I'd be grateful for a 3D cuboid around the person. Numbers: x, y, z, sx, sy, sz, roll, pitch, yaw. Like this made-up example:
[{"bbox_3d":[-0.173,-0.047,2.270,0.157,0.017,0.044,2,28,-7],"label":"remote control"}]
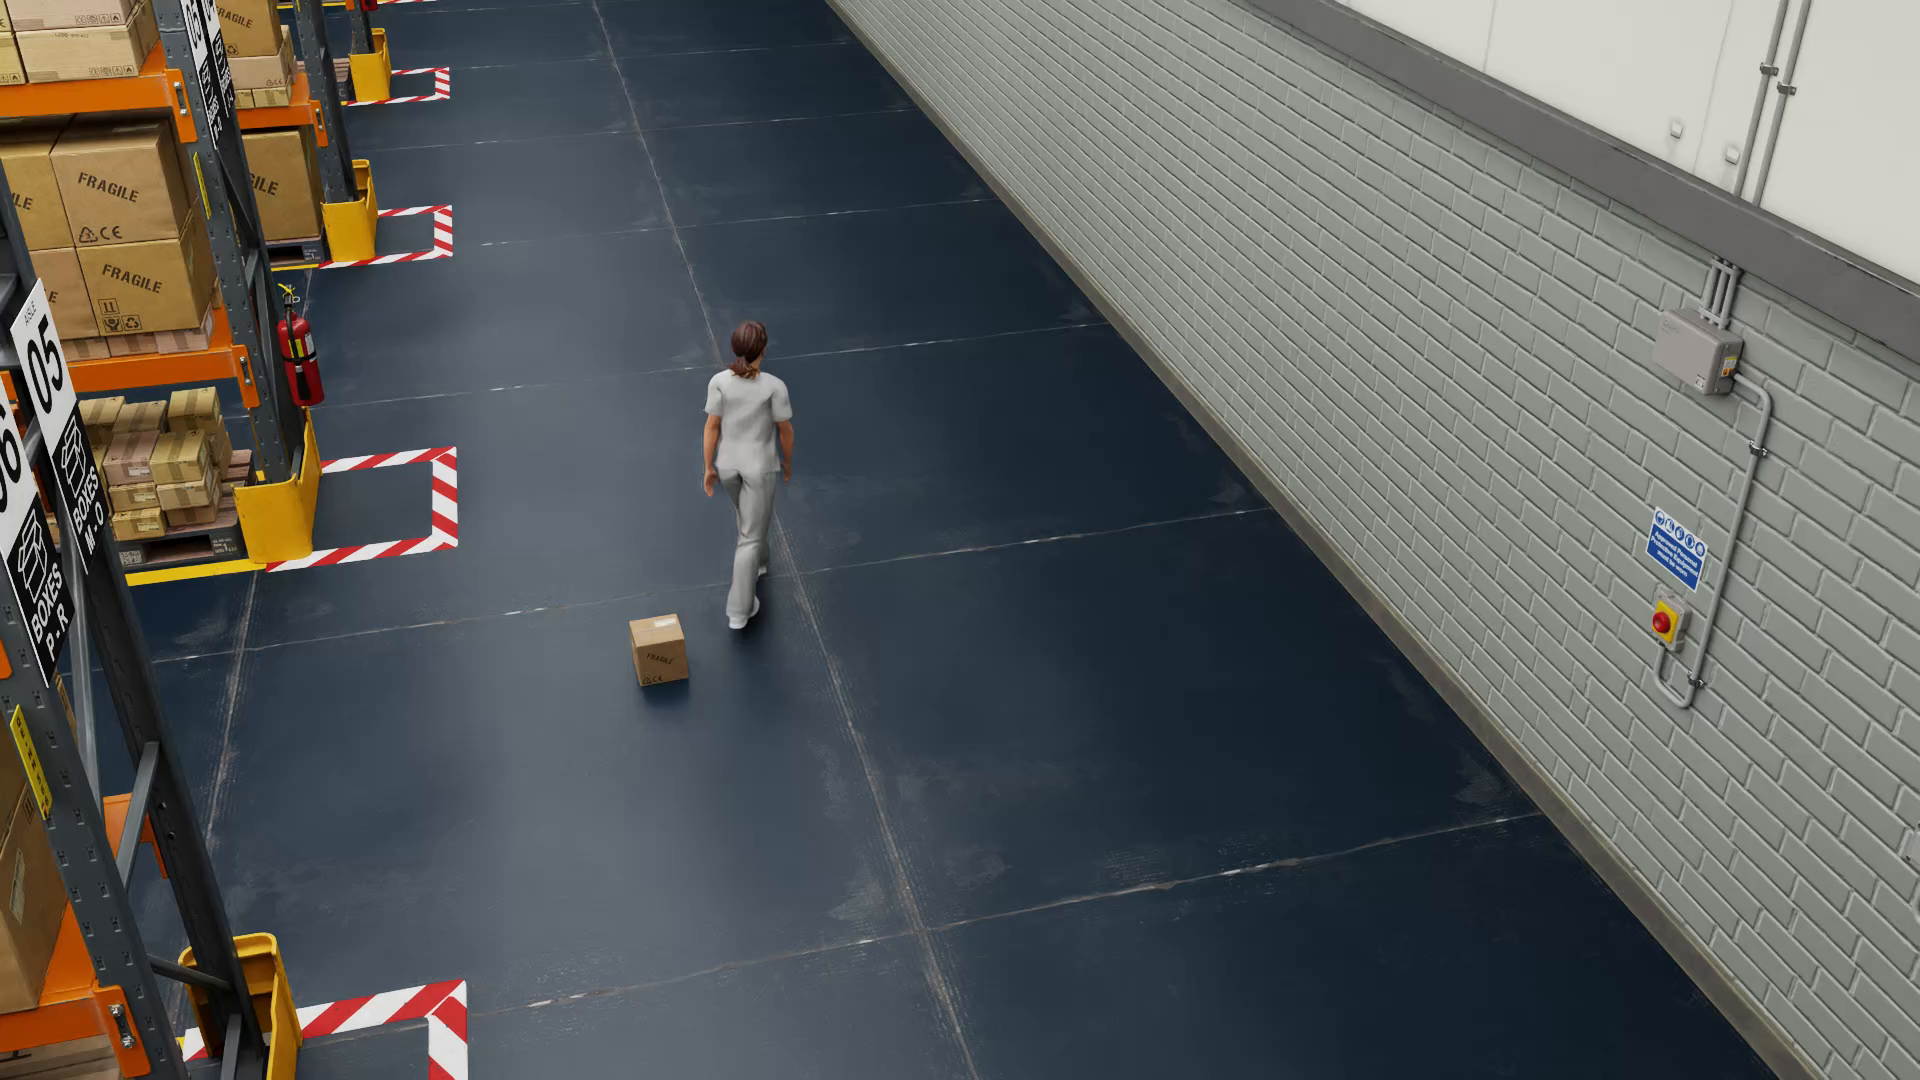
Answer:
[{"bbox_3d":[-1.097,-0.396,8.913,0.454,1.647,0.844,8,31,14],"label":"person"}]
